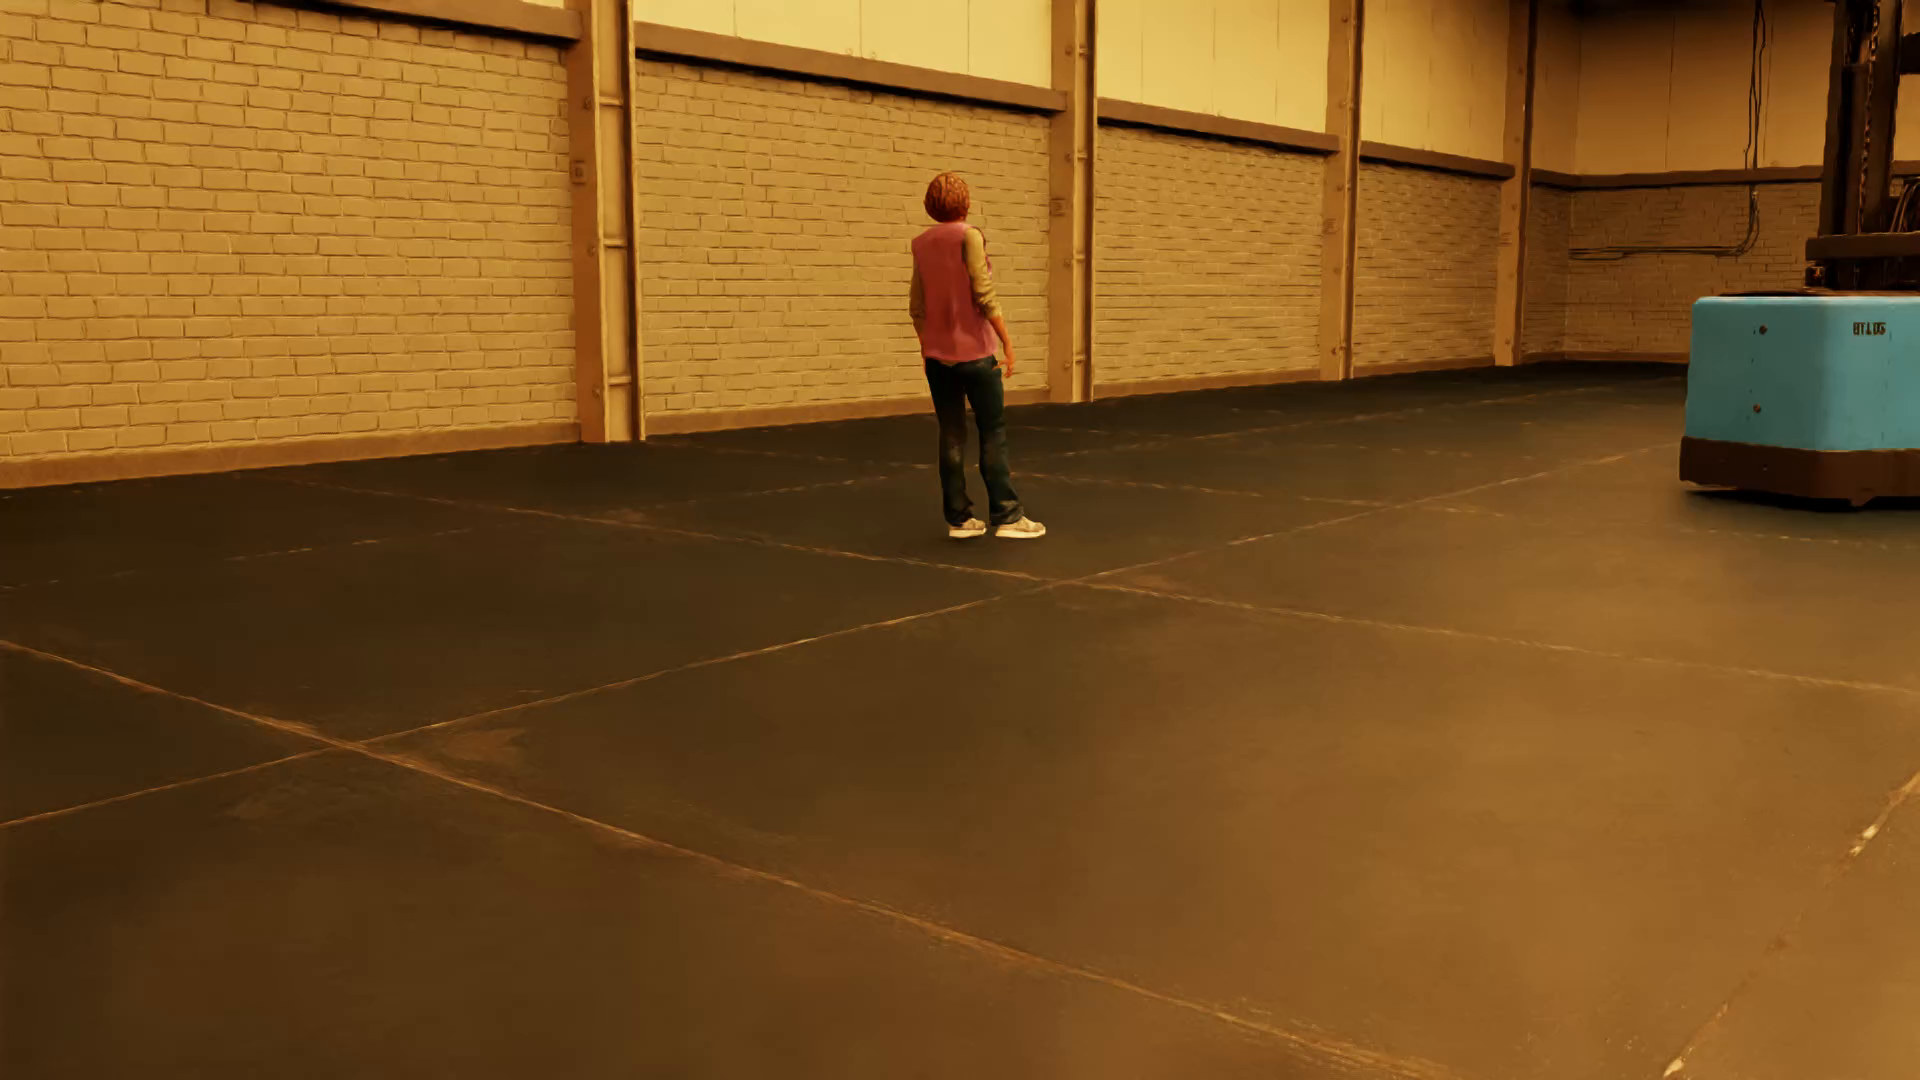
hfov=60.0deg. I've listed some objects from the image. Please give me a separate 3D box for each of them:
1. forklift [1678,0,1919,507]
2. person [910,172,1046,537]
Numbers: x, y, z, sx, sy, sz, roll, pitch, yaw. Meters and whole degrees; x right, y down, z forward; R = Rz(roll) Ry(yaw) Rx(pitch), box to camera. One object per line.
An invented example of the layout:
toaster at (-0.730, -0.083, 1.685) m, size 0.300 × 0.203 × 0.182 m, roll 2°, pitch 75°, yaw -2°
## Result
forklift at (5.553, -1.722, 9.051) m, size 3.031 × 2.935 × 1.130 m, roll -3°, pitch 9°, yaw -19°
person at (0.057, -0.804, 7.337) m, size 0.520 × 1.597 × 0.474 m, roll 7°, pitch 11°, yaw 38°
